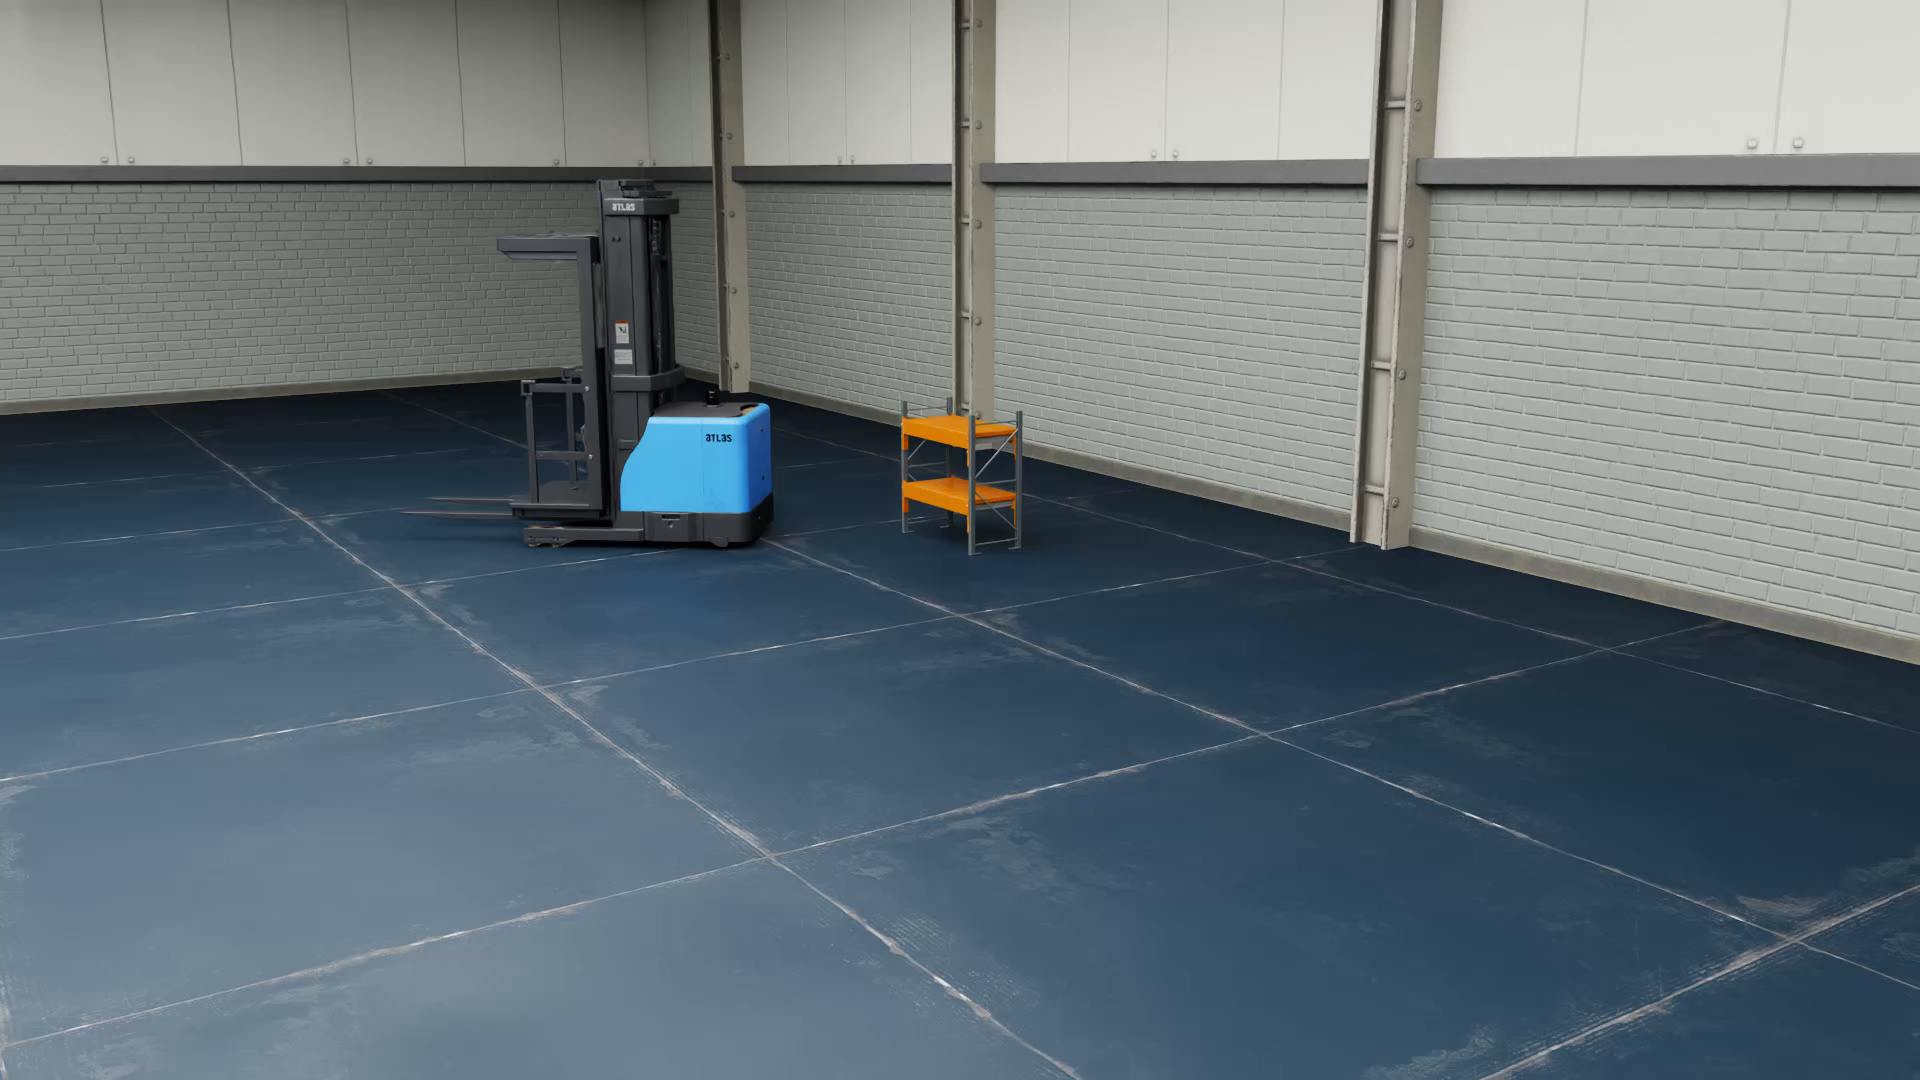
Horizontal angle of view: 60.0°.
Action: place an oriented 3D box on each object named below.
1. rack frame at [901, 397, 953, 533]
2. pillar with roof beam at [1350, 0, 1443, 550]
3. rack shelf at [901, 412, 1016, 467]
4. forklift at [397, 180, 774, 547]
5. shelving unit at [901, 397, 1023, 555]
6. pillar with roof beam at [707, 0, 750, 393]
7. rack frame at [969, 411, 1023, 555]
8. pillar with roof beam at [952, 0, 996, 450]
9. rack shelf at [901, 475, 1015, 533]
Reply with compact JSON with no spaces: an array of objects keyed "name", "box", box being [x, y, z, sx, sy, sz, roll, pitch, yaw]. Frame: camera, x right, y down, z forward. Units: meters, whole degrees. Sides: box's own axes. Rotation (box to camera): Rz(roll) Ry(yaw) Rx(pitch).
[{"name":"rack frame","box":[-0.278,-0.639,14.150,0.500,1.125,0.032,-8,15,-33]},{"name":"pillar with roof beam","box":[-0.113,-3.859,10.445,9.100,9.000,0.400,-8,15,-33]},{"name":"rack shelf","box":[0.004,-0.834,13.674,0.538,0.278,1.000,-8,15,-33]},{"name":"forklift","box":[-3.155,-1.483,13.783,3.031,2.935,1.130,1,12,5]},{"name":"shelving unit","box":[0.004,-0.548,13.736,0.538,1.125,1.048,-8,15,-33]},{"name":"pillar with roof beam","box":[-6.762,-5.993,20.205,9.100,9.000,0.400,-8,15,-33]},{"name":"rack frame","box":[0.285,-0.458,13.323,0.500,1.125,0.032,-8,15,-33]},{"name":"pillar with roof beam","box":[-3.437,-4.926,15.325,9.100,9.000,0.400,-8,15,-33]},{"name":"rack shelf","box":[0.004,-0.309,13.788,0.538,0.278,1.000,-8,15,-33]}]
